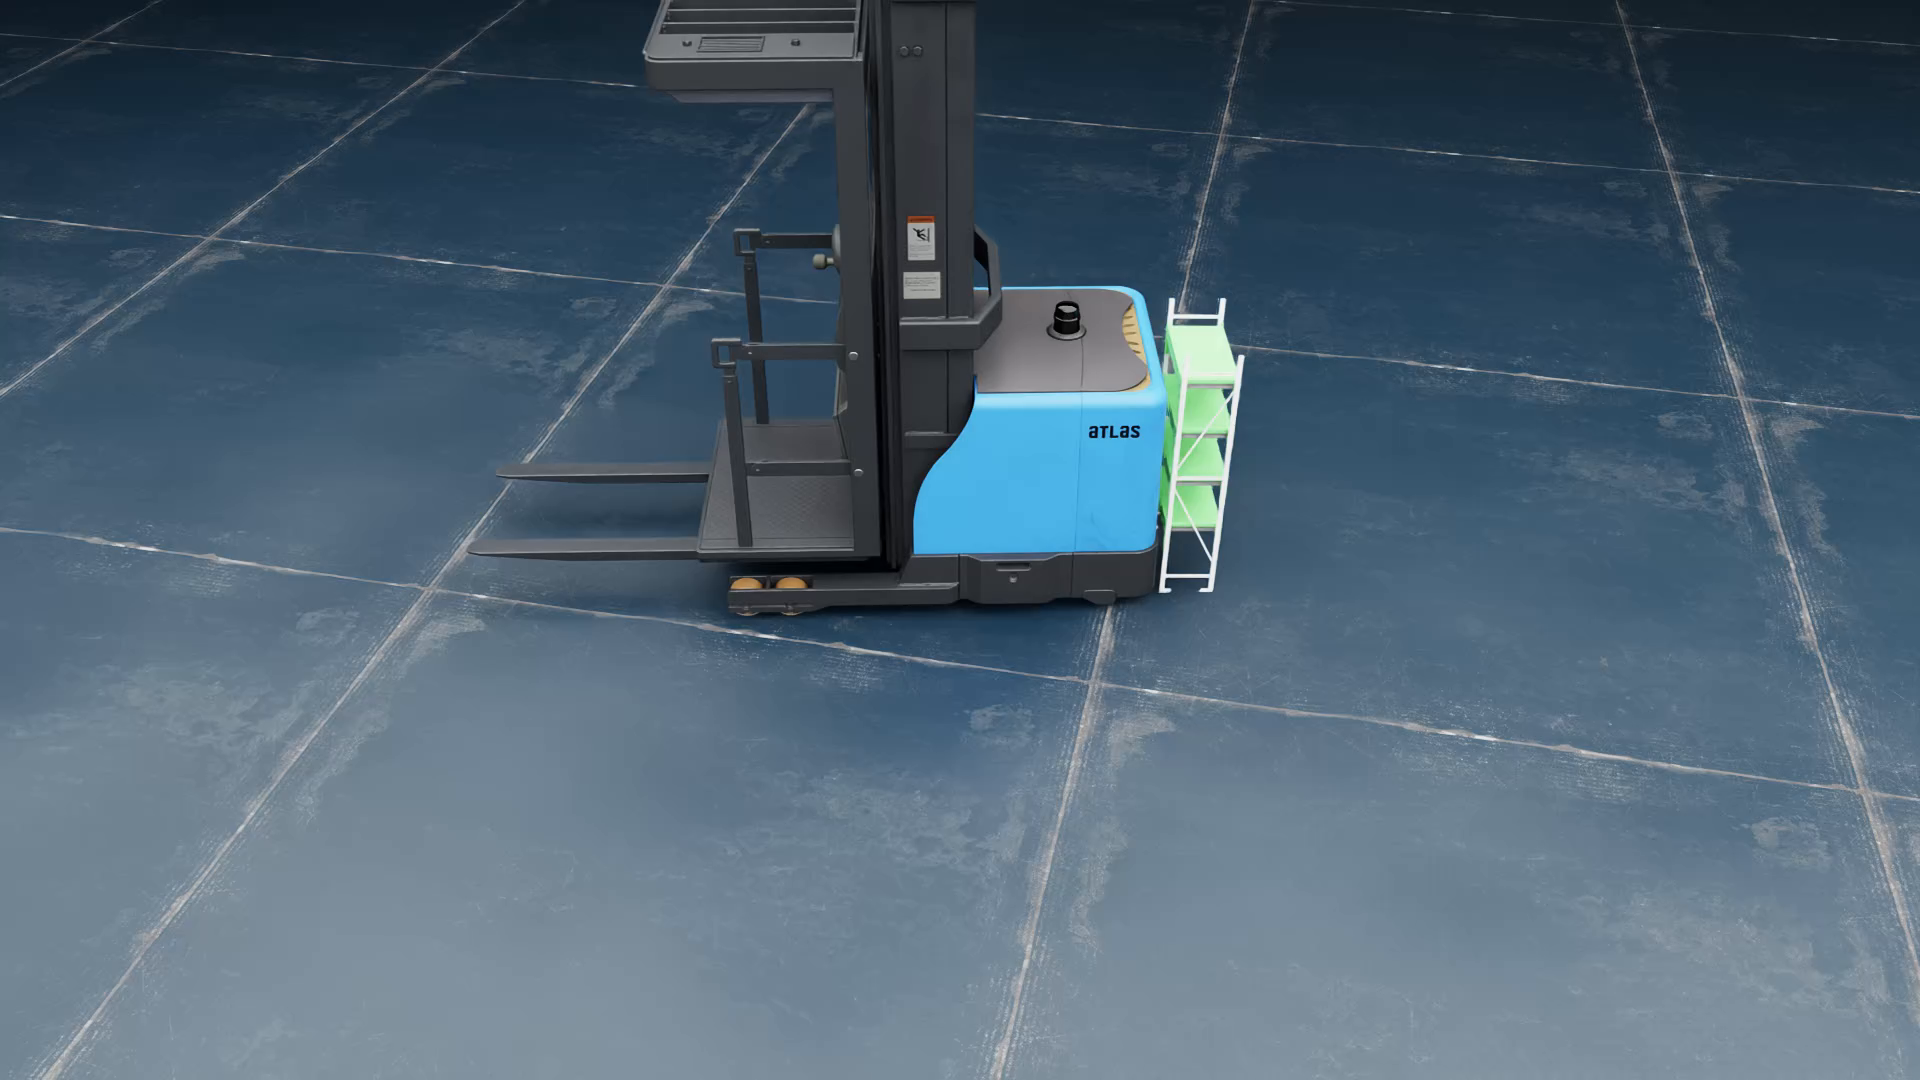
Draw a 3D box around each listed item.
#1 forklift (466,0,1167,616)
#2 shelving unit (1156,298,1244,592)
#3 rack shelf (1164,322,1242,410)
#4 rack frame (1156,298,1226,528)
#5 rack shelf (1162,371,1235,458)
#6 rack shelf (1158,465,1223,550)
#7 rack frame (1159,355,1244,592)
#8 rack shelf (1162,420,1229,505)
[{"bbox_3d":[-0.662,-1.169,6.865,3.031,2.935,1.130,-1,36,-1],"label":"forklift"},{"bbox_3d":[1.014,-0.402,7.279,0.258,1.200,0.503,0,36,-2],"label":"shelving unit"},{"bbox_3d":[1.021,-0.739,7.035,0.258,0.148,0.480,0,36,-2],"label":"rack shelf"},{"bbox_3d":[1.008,-0.546,7.476,0.240,1.200,0.015,0,36,-2],"label":"rack frame"},{"bbox_3d":[1.017,-0.545,7.176,0.258,0.148,0.480,0,36,-2],"label":"rack shelf"},{"bbox_3d":[1.009,-0.156,7.457,0.258,0.148,0.480,0,36,-2],"label":"rack shelf"},{"bbox_3d":[1.019,-0.259,7.081,0.240,1.200,0.015,0,36,-2],"label":"rack frame"},{"bbox_3d":[1.013,-0.351,7.316,0.258,0.148,0.480,0,36,-2],"label":"rack shelf"}]
